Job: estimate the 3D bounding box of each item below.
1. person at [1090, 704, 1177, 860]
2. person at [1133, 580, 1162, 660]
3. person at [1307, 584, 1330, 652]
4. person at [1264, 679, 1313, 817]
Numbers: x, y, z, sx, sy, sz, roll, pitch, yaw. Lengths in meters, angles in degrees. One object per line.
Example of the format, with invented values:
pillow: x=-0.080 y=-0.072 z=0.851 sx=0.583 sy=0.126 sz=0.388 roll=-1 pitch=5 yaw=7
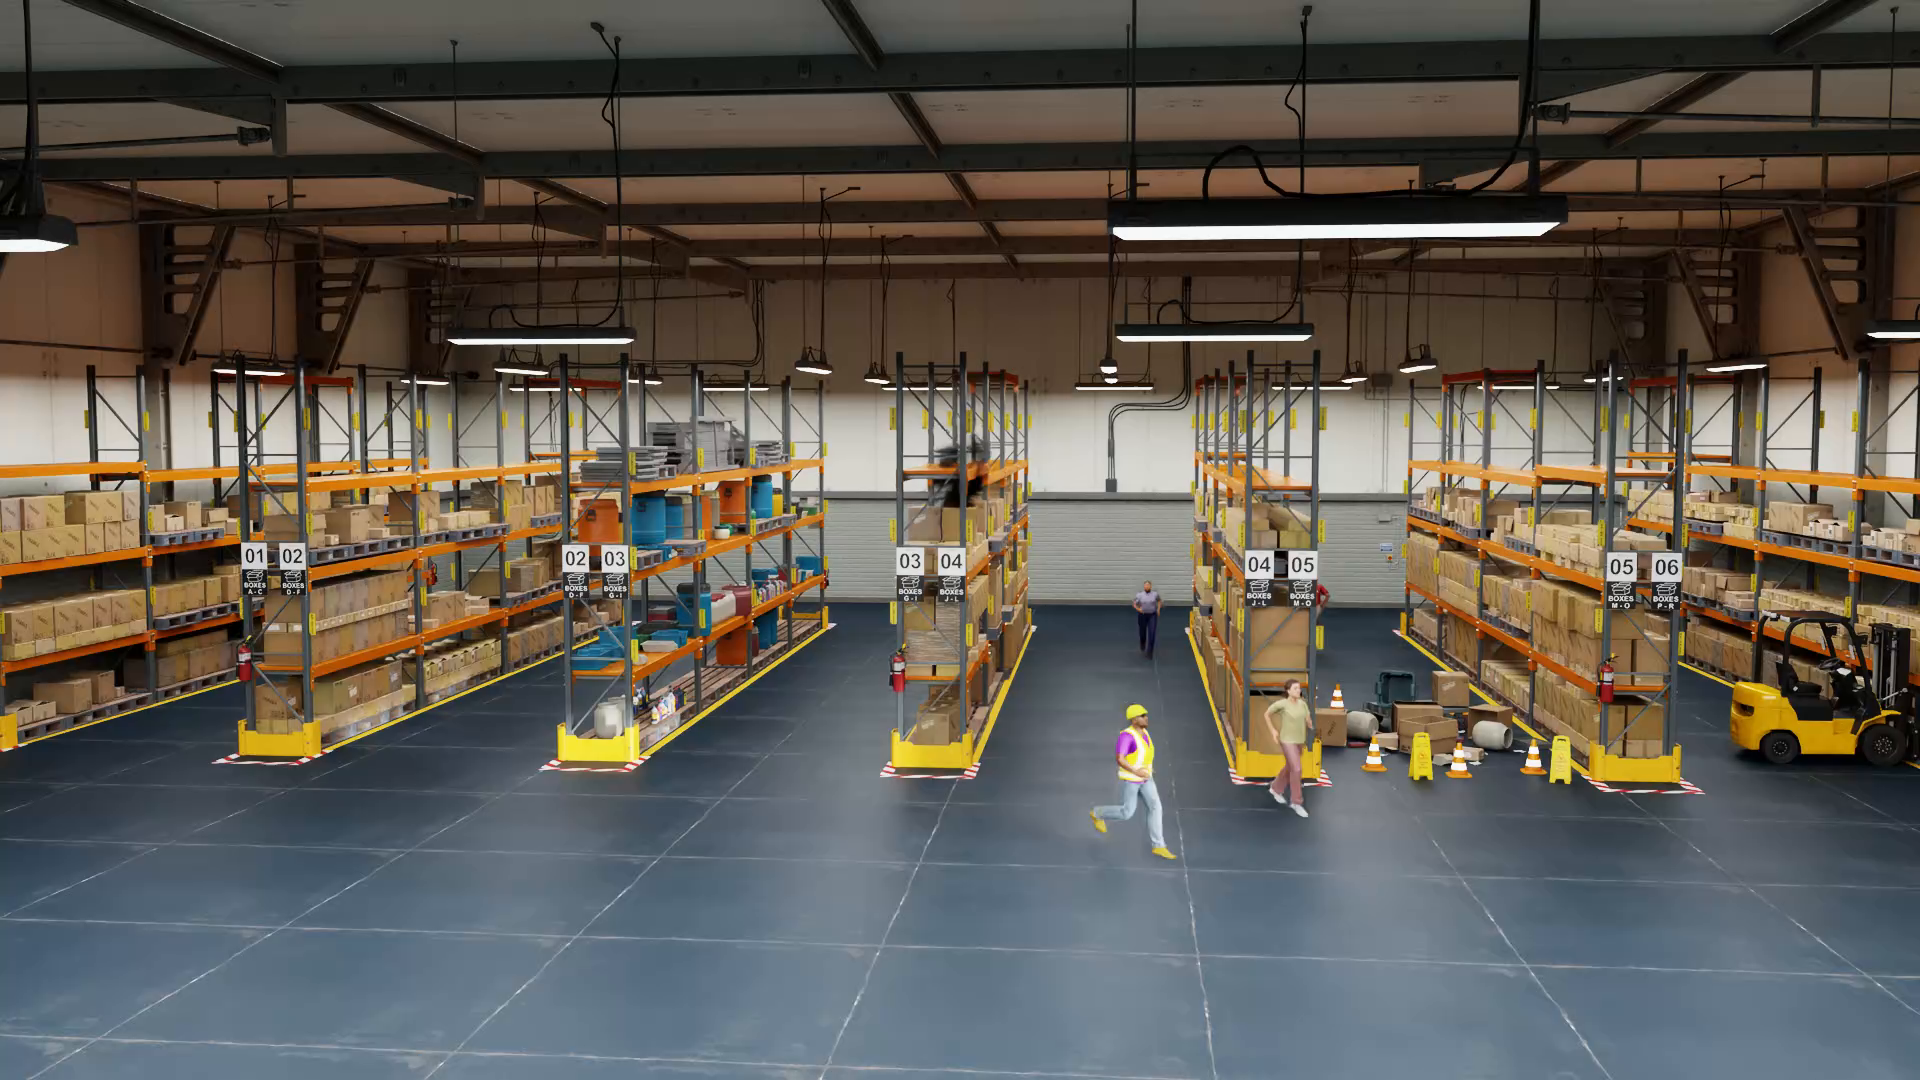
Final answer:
person: x=2.006 y=2.779 z=19.276 sx=1.101 sy=1.757 sz=0.670 roll=3 pitch=5 yaw=40
person: x=3.990 y=1.684 z=35.391 sx=0.622 sy=1.665 sz=0.876 roll=0 pitch=4 yaw=3
person: x=7.621 y=1.601 z=35.998 sx=0.641 sy=1.802 sz=0.745 roll=0 pitch=4 yaw=-4
person: x=4.268 y=2.644 z=21.400 sx=0.562 sy=1.692 sz=0.800 roll=-2 pitch=5 yaw=-31
